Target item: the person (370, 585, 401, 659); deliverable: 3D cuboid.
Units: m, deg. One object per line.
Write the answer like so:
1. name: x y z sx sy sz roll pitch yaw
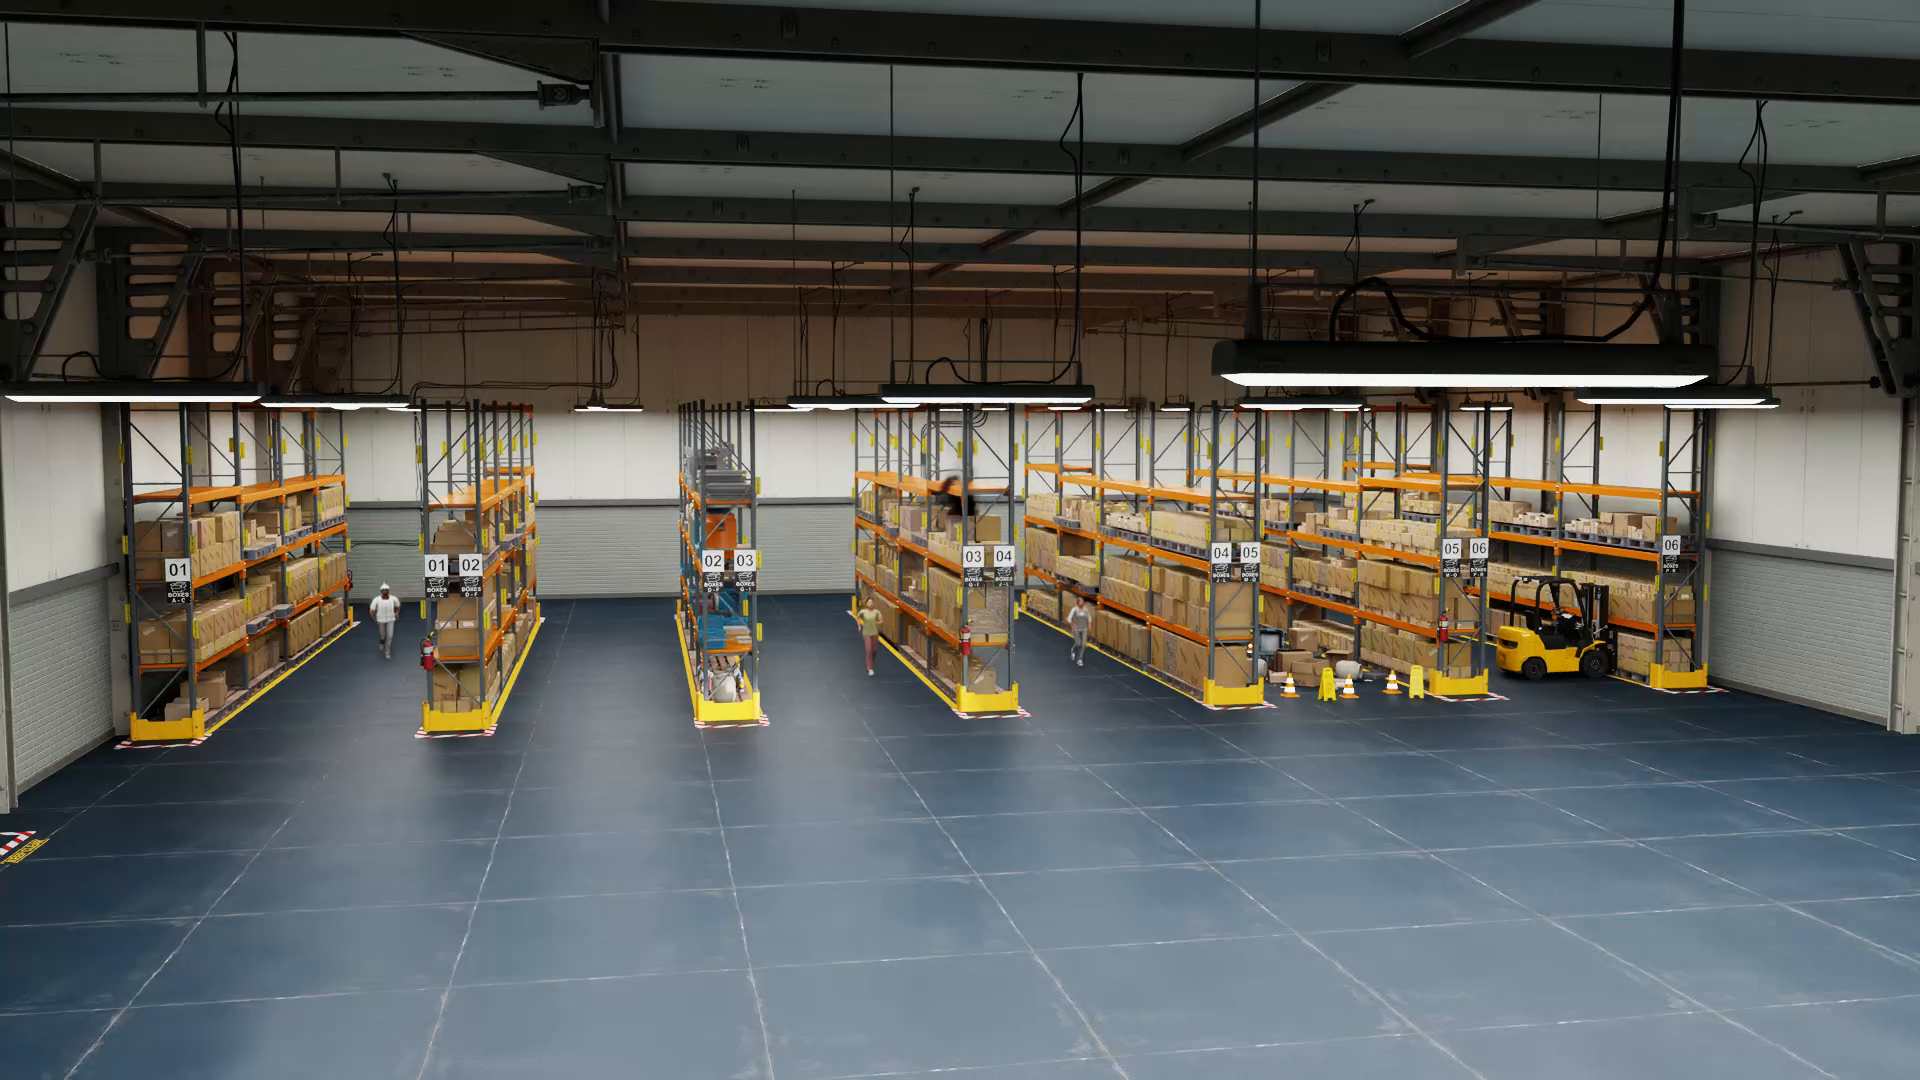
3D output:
1. person: -13.498 1.916 39.116 0.700 1.727 0.670 -2 5 -25

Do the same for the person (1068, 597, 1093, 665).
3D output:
1. person: 2.770 2.079 38.009 0.550 1.569 0.534 -1 4 -14

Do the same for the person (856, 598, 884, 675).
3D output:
1. person: -1.968 2.104 36.679 0.580 1.647 0.962 -1 4 -13
